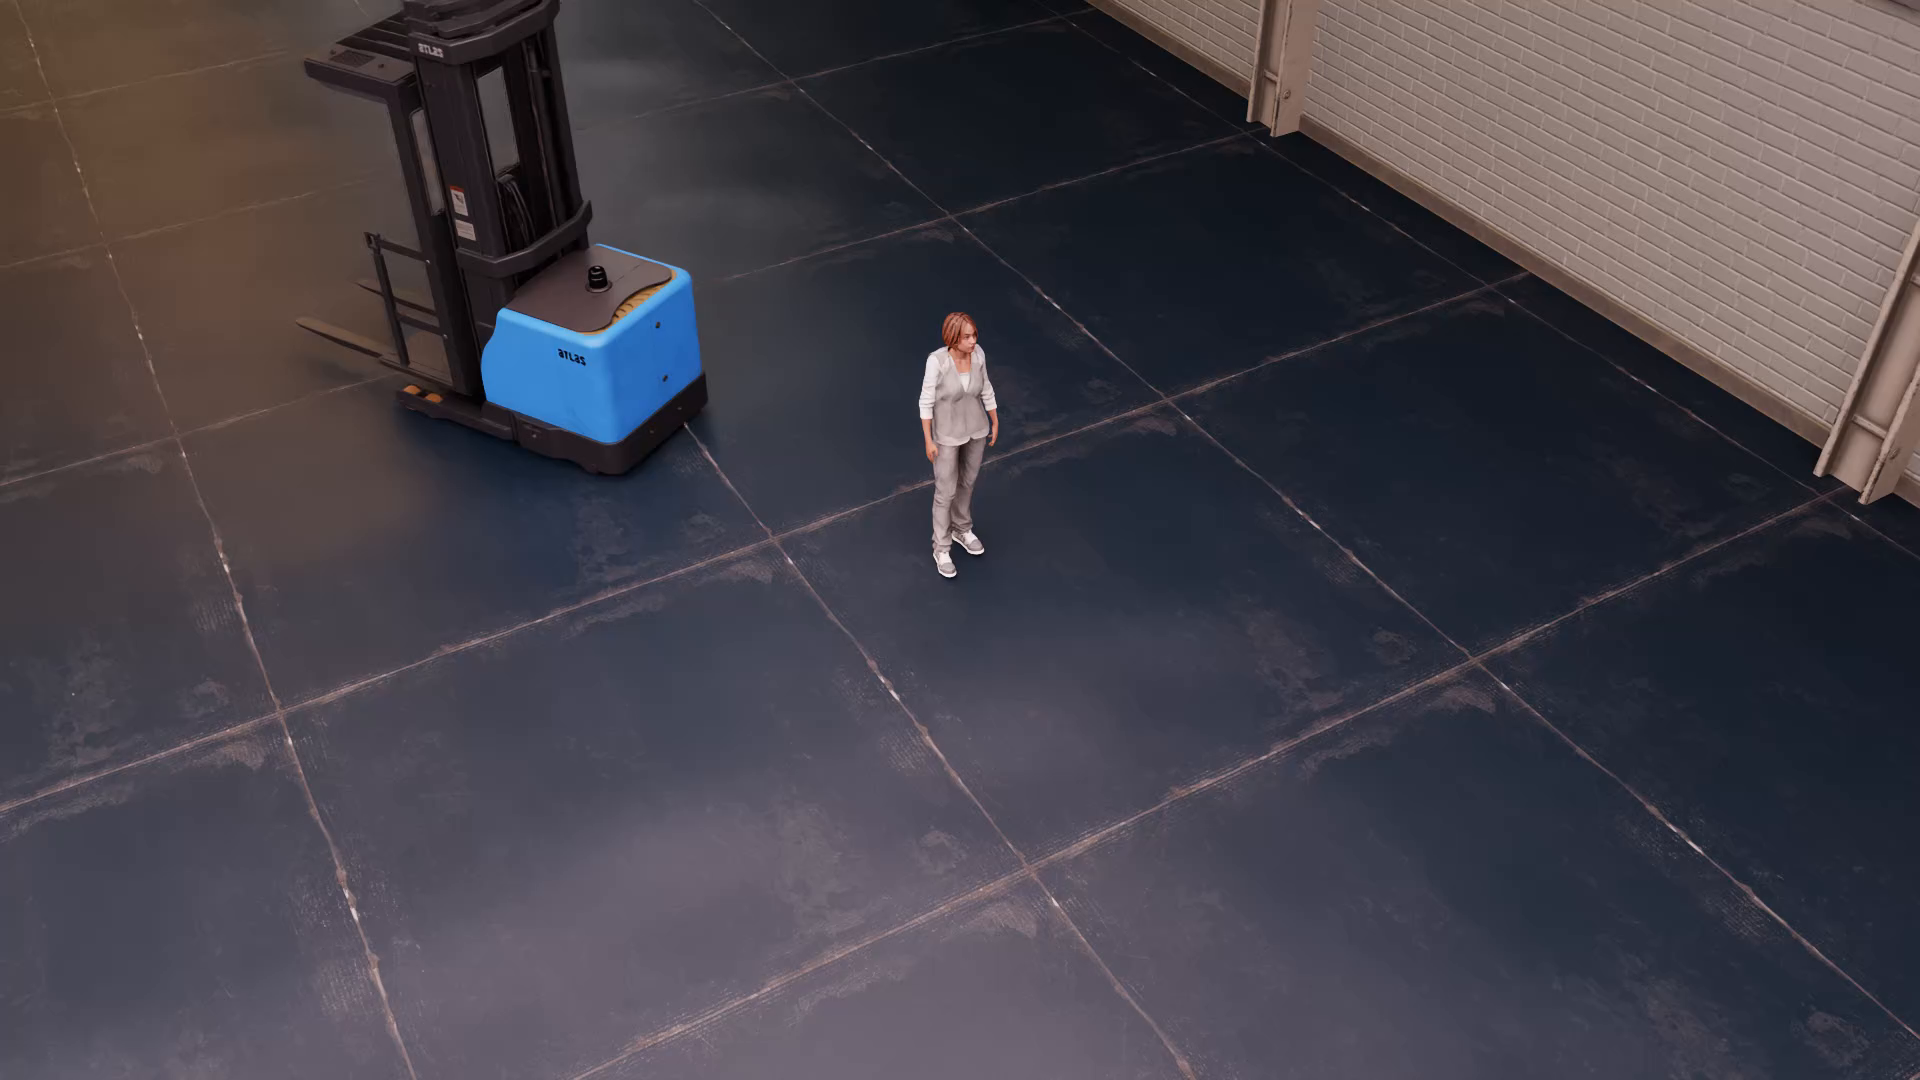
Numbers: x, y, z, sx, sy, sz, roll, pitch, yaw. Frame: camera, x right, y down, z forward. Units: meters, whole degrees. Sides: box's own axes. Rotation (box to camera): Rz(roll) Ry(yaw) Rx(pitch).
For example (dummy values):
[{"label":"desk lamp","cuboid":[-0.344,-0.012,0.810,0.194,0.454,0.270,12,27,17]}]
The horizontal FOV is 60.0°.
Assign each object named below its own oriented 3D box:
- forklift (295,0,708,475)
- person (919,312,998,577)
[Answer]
[{"label":"forklift","cuboid":[-3.263,-2.232,10.728,3.031,2.935,1.130,20,44,22]},{"label":"person","cuboid":[0.026,-0.574,9.763,0.521,1.599,0.473,-20,44,-23]}]
